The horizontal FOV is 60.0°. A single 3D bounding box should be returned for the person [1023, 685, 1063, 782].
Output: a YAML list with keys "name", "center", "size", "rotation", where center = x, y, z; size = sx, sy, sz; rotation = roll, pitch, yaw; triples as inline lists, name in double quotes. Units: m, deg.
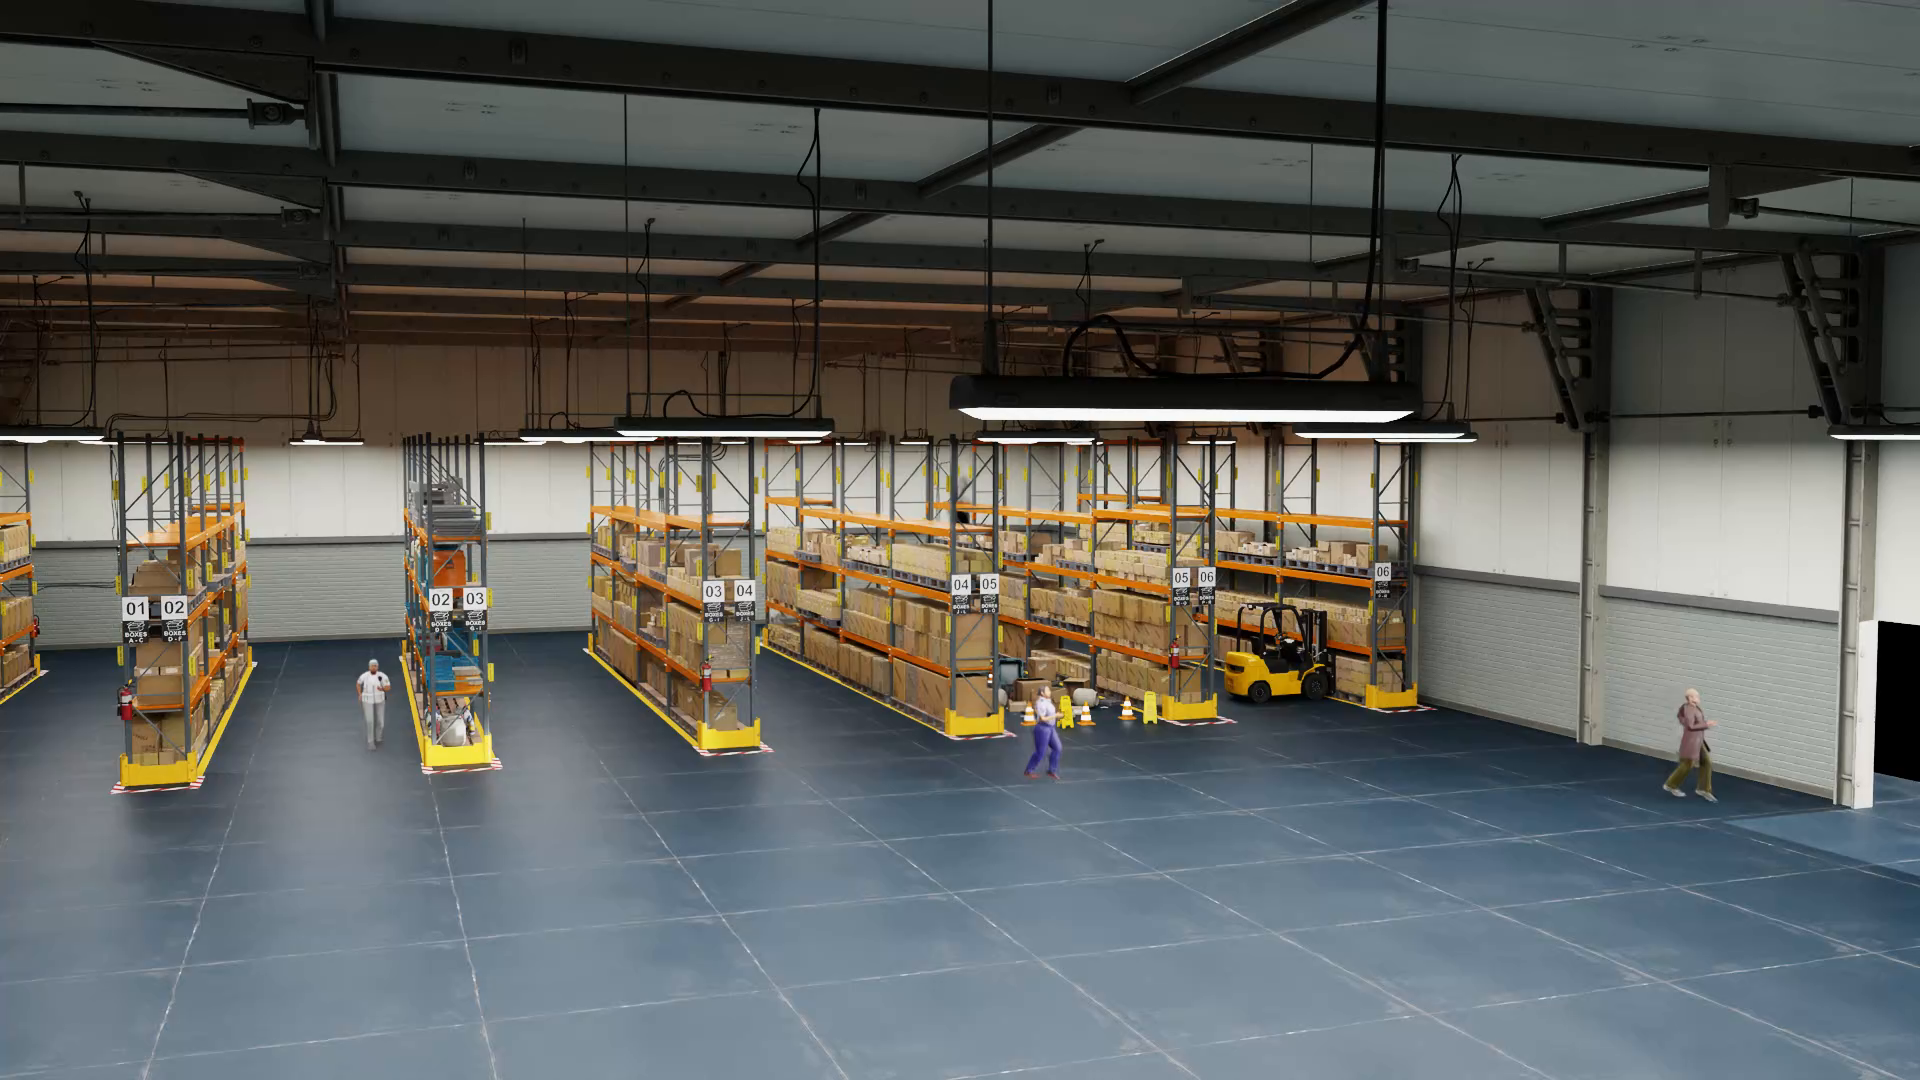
- name: "person"
  center: [1.449, 3.325, 28.496]
  size: [0.708, 1.704, 0.585]
  rotation: [1, 3, 19]

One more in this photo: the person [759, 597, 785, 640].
- name: "person"
  center: [-5.567, 2.072, 49.601]
  size: [1.096, 1.762, 0.737]
  rotation: [-1, 3, -18]

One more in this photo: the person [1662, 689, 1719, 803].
- name: "person"
  center: [11.858, 3.367, 26.966]
  size: [0.831, 1.747, 0.685]
  rotation: [2, 4, 37]

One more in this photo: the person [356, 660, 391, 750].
- name: "person"
  center: [-11.204, 3.109, 31.802]
  size: [0.605, 1.653, 0.943]
  rotation: [-1, 3, -23]
